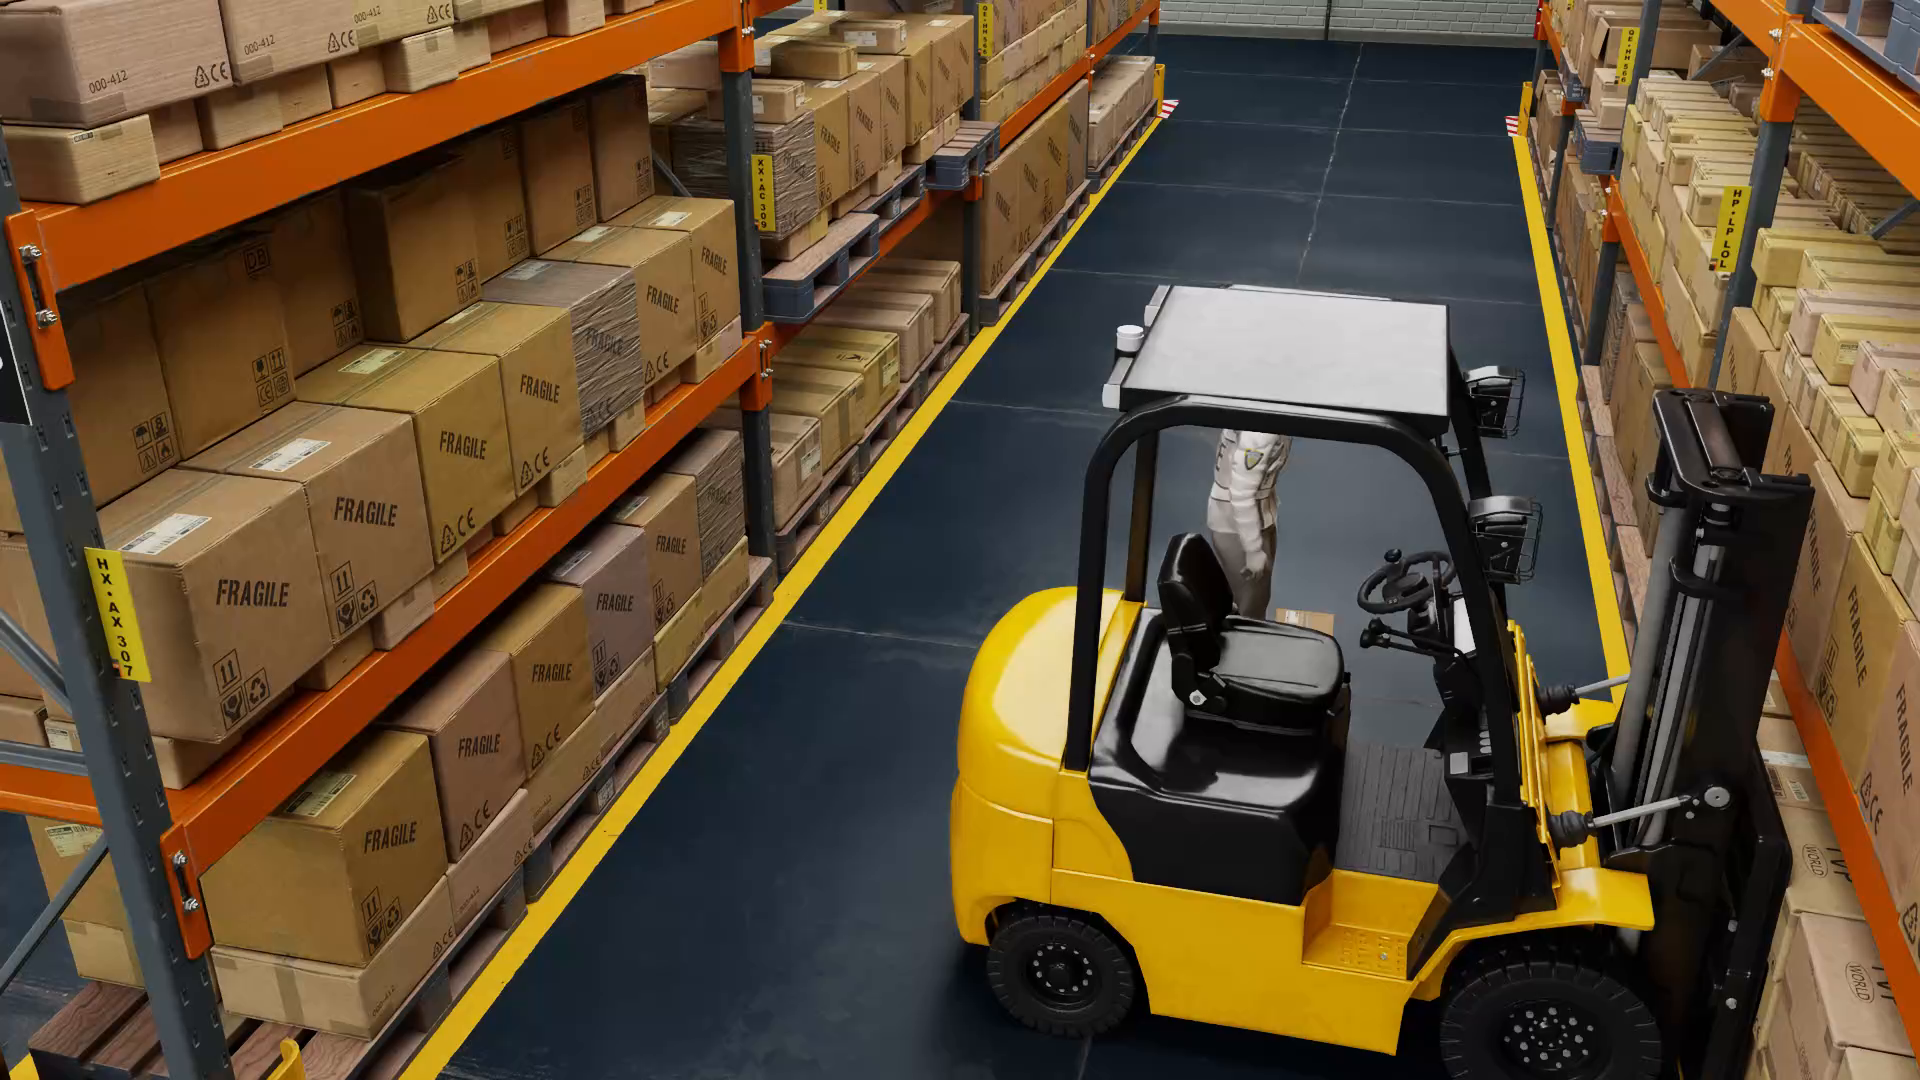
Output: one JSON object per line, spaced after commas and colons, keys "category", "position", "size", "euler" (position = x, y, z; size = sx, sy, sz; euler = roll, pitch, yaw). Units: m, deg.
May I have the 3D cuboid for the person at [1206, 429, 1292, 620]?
{"category": "person", "position": [1.179, -0.046, 6.701], "size": [0.371, 1.663, 0.530], "euler": [7, 26, 13]}
